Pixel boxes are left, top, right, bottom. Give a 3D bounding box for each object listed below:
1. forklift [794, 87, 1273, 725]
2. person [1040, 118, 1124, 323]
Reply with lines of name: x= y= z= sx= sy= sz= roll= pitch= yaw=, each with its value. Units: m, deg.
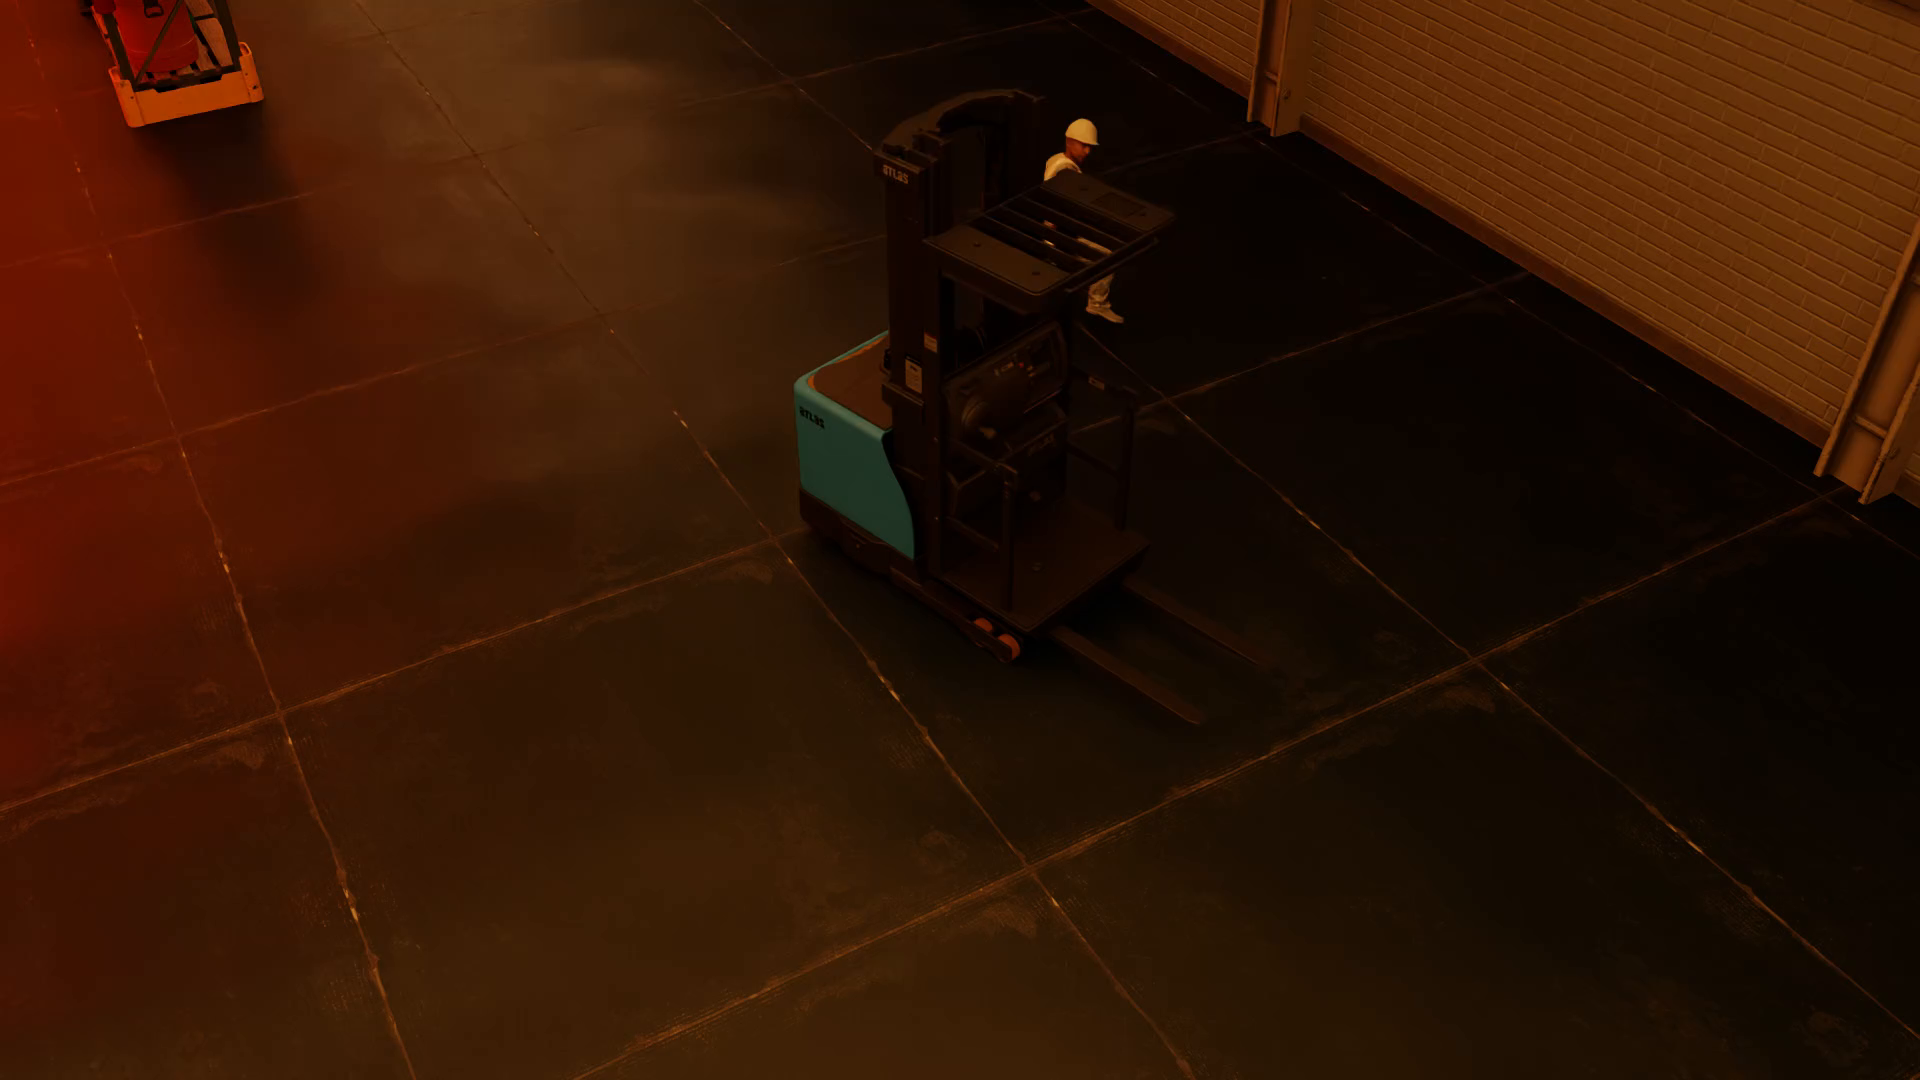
forklift: x=0.411 y=-0.805 z=9.006 sx=3.031 sy=2.935 sz=1.130 roll=32 pitch=49 yaw=32
person: x=0.850 y=-2.198 z=11.810 sx=0.747 sy=1.536 sz=0.810 roll=-14 pitch=42 yaw=-16
